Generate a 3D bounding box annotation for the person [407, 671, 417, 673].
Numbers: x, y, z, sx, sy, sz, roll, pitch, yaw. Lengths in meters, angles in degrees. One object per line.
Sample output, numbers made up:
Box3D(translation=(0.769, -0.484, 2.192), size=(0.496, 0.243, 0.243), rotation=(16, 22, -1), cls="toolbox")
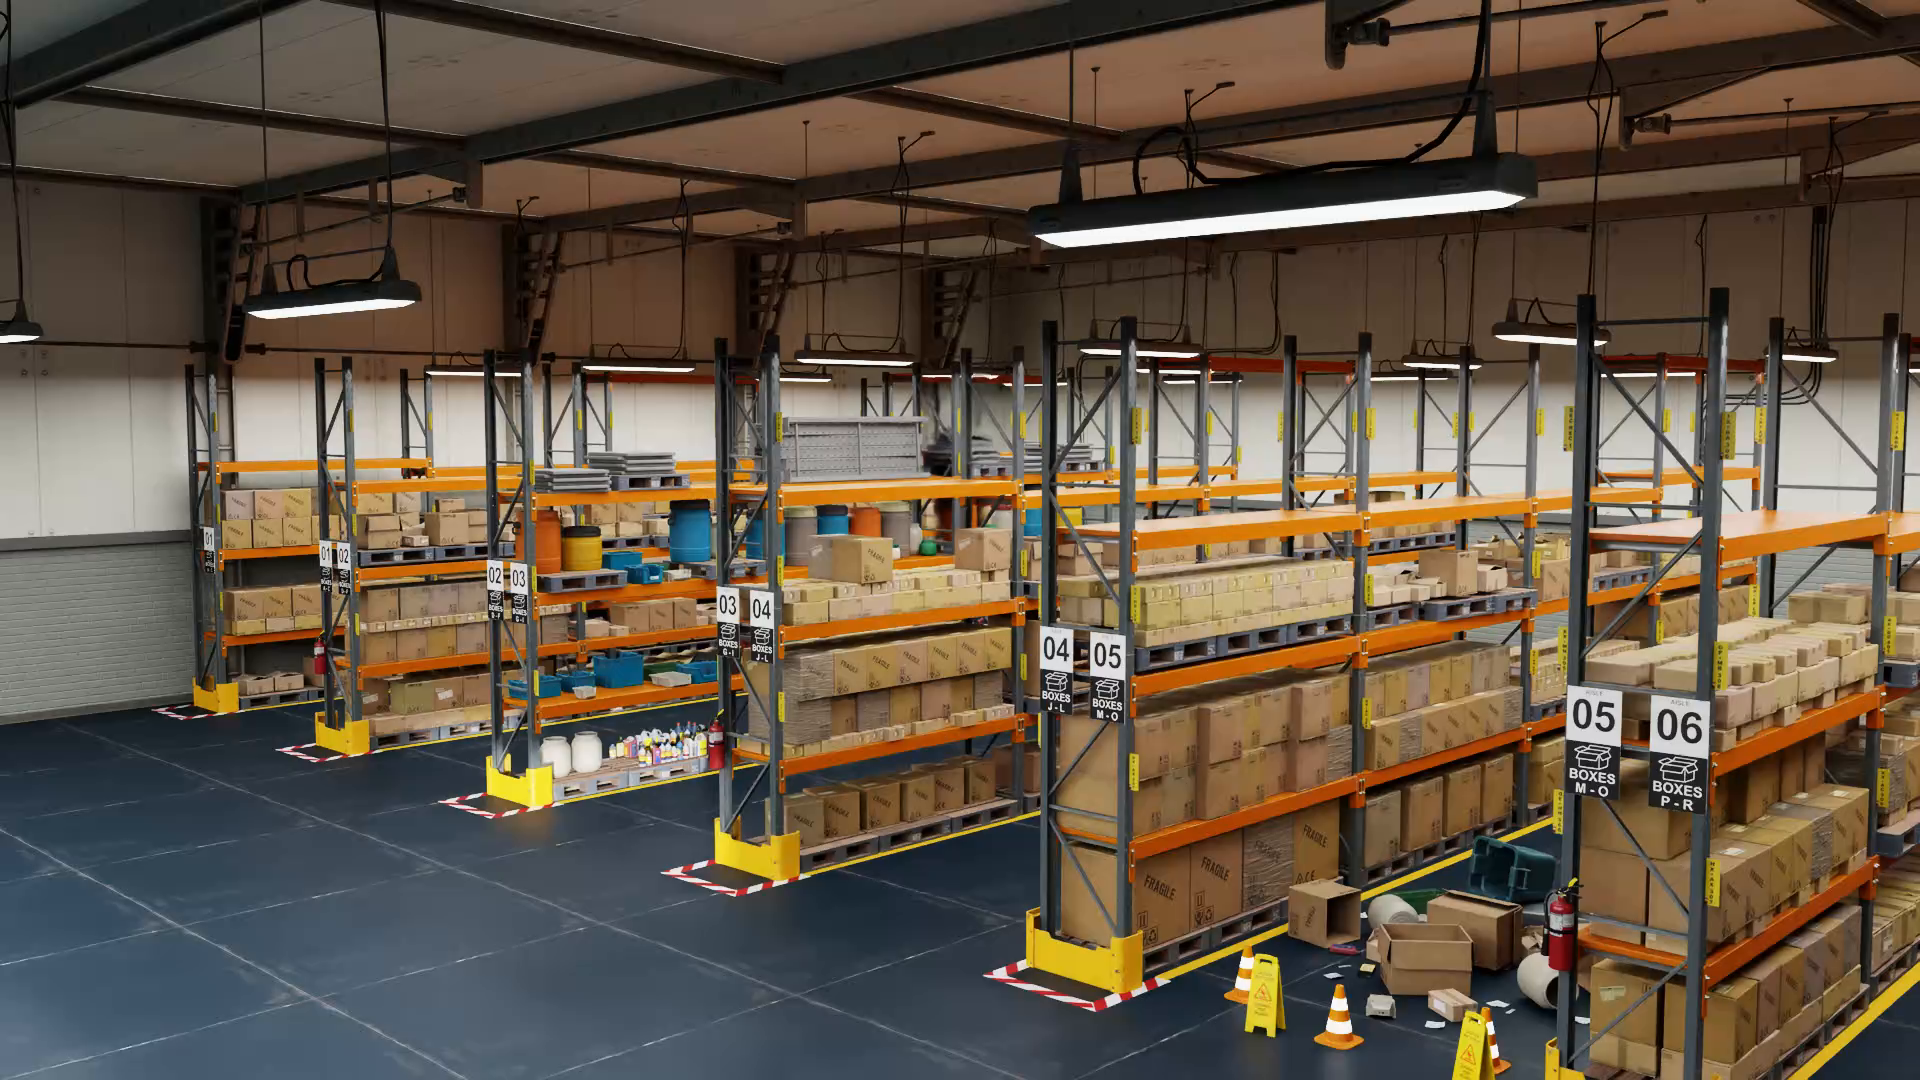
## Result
Box3D(translation=(-9.313, 2.140, 28.356), size=(0.637, 1.763, 0.711), rotation=(4, 6, 41), cls="person")
